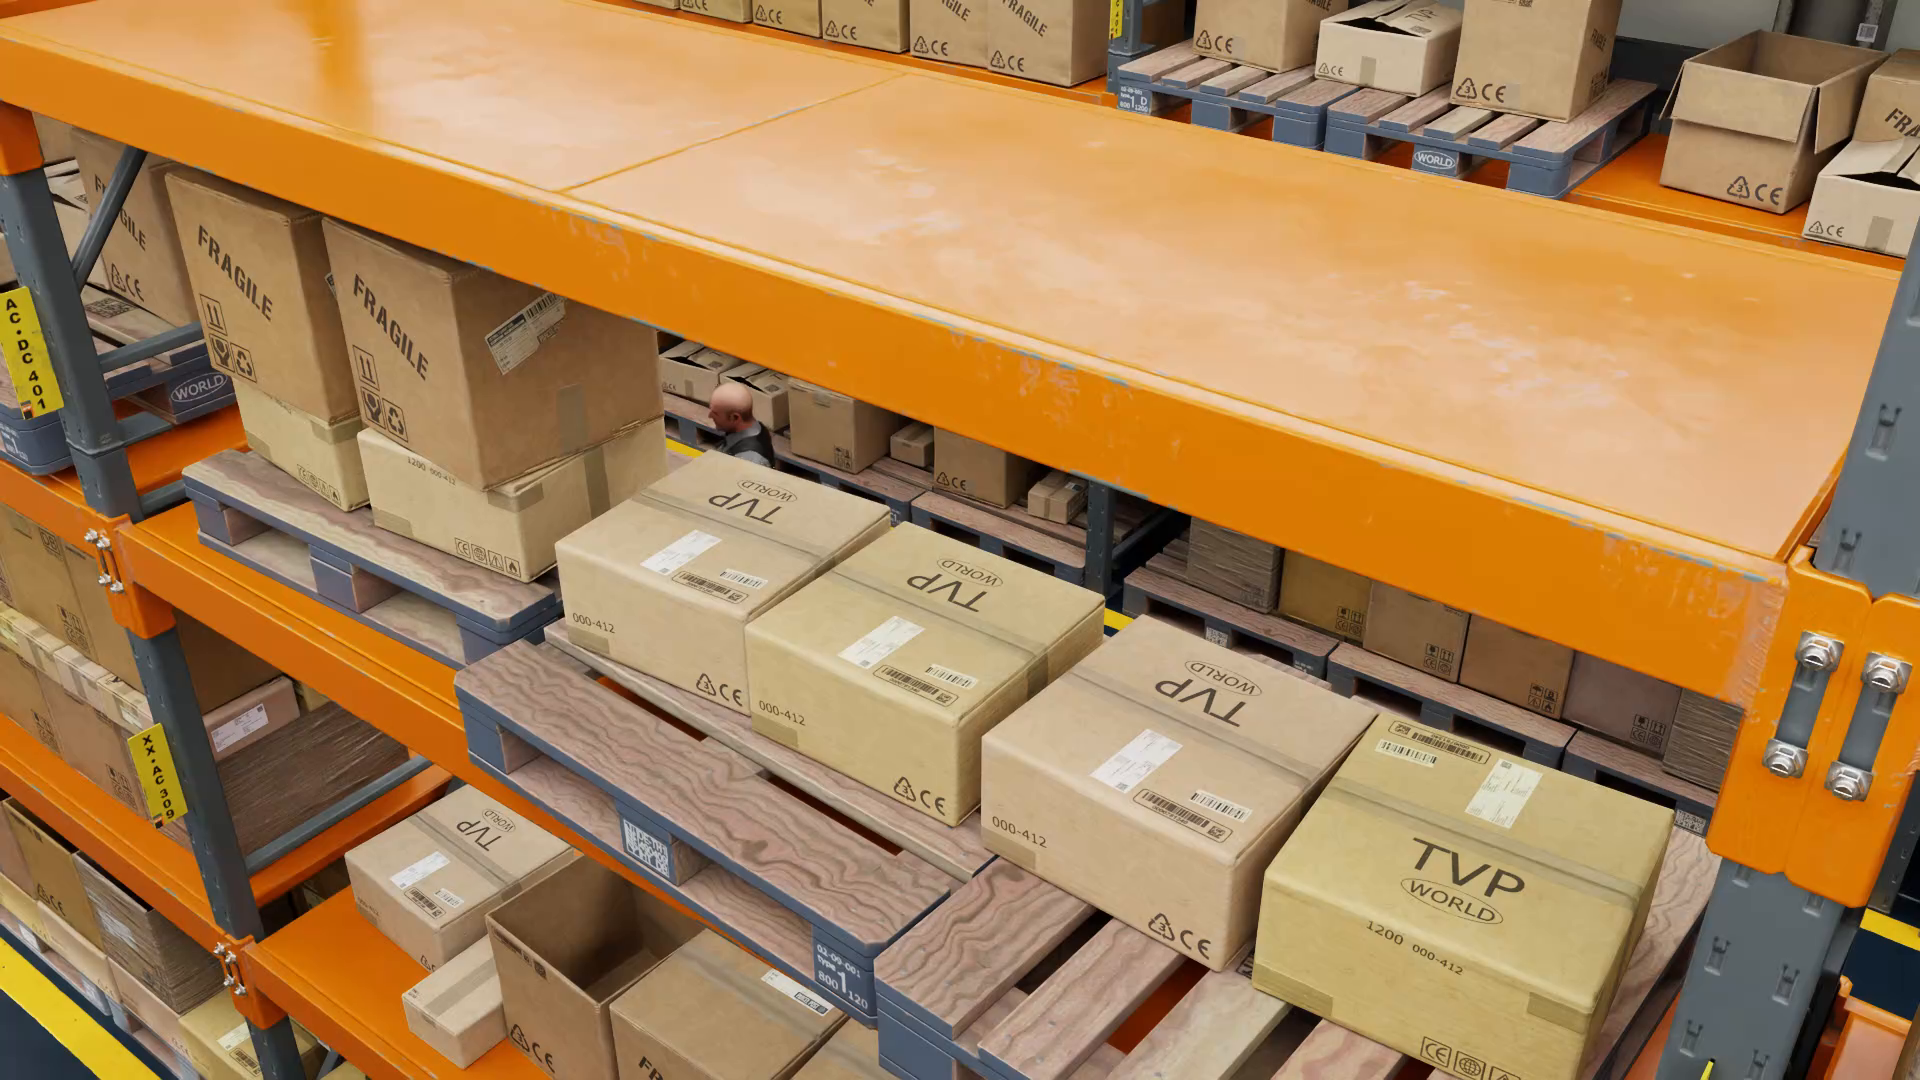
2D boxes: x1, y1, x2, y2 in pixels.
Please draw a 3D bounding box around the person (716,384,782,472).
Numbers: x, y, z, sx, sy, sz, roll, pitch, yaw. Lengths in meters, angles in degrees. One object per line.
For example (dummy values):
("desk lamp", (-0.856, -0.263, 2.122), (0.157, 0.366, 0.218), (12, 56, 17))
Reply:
("person", (-1.018, 0.024, 8.058), (0.668, 1.708, 0.582), (-4, 31, -7))
